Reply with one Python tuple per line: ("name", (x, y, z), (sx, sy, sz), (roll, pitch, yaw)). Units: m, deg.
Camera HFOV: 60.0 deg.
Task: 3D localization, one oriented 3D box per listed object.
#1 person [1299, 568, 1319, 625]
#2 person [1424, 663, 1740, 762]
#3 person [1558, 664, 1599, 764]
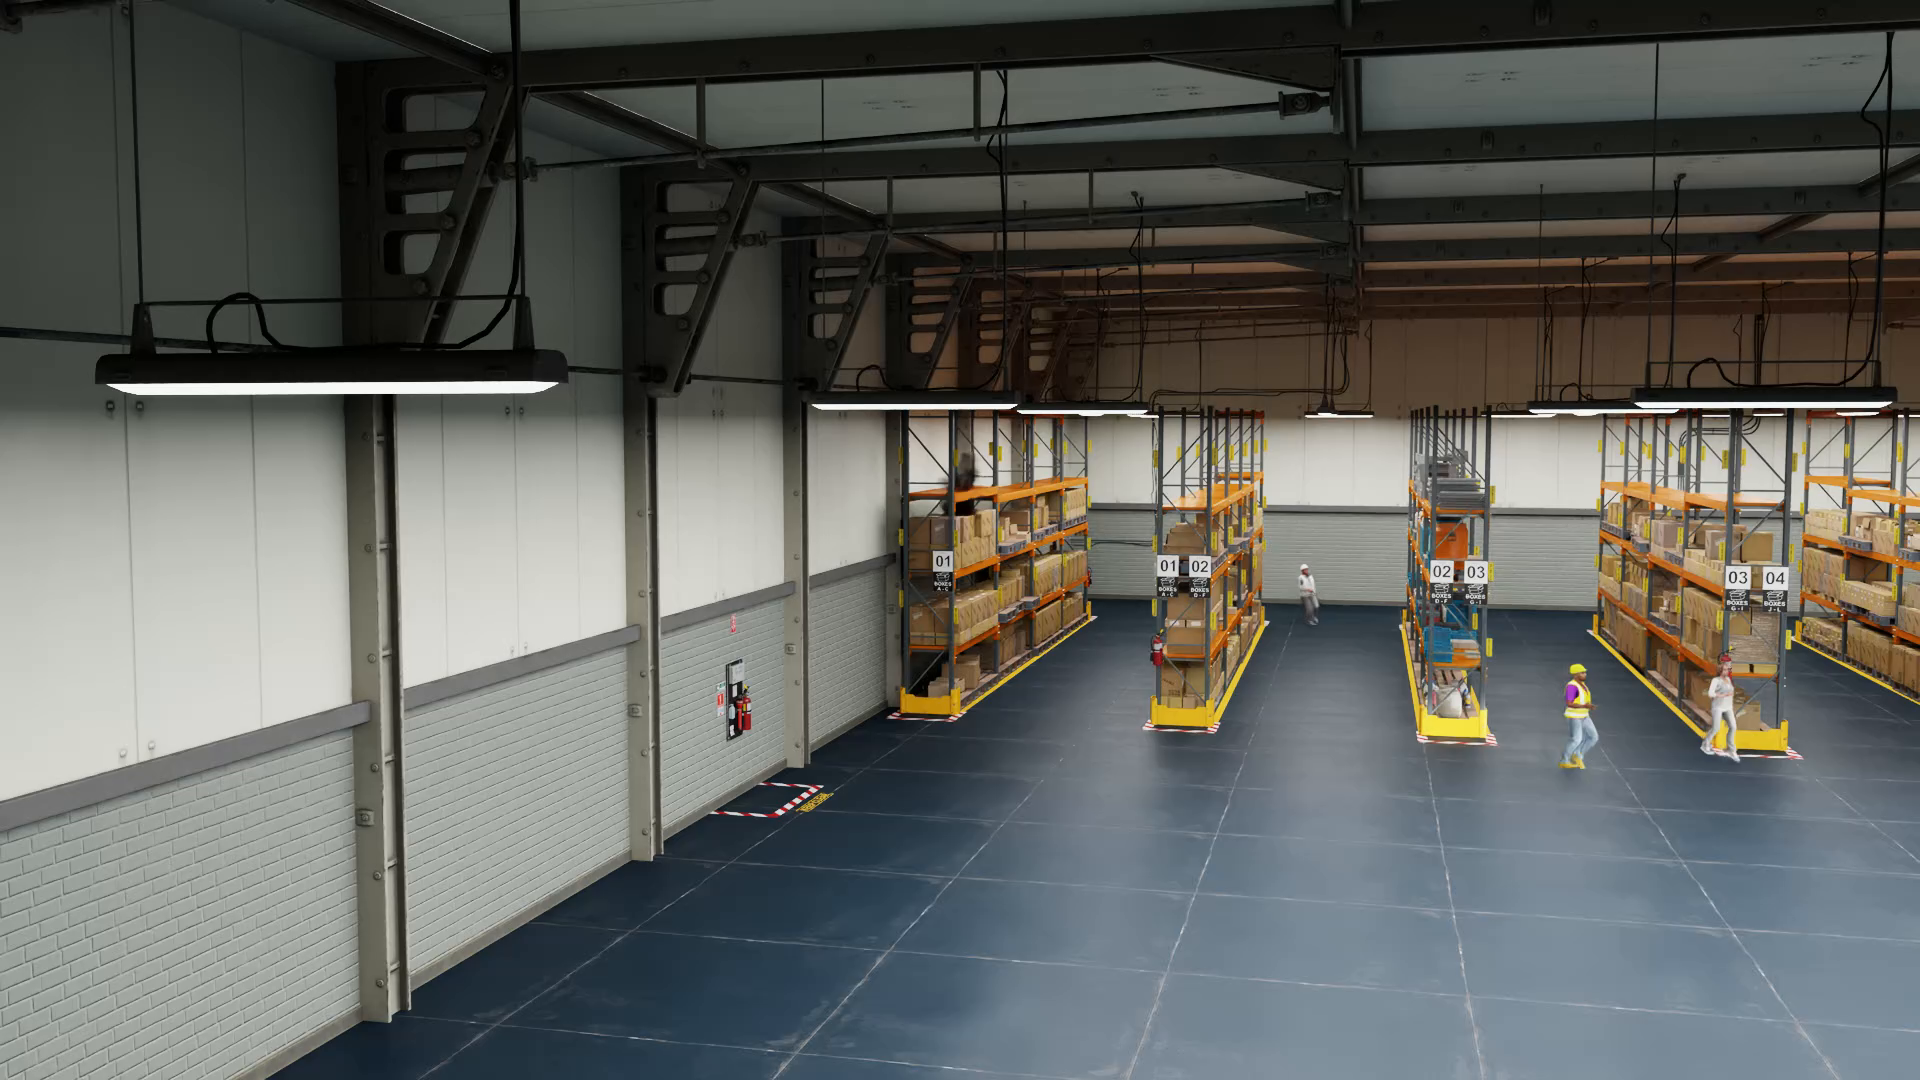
("person", (9.751, 1.559, 46.399), (0.587, 1.660, 0.599), (-1, 4, -18))
("person", (11.086, 2.756, 30.073), (2.552, 1.635, 5.567), (-1, 4, -19))
("person", (10.134, 2.853, 27.145), (0.660, 1.661, 0.685), (-4, 6, -44))
